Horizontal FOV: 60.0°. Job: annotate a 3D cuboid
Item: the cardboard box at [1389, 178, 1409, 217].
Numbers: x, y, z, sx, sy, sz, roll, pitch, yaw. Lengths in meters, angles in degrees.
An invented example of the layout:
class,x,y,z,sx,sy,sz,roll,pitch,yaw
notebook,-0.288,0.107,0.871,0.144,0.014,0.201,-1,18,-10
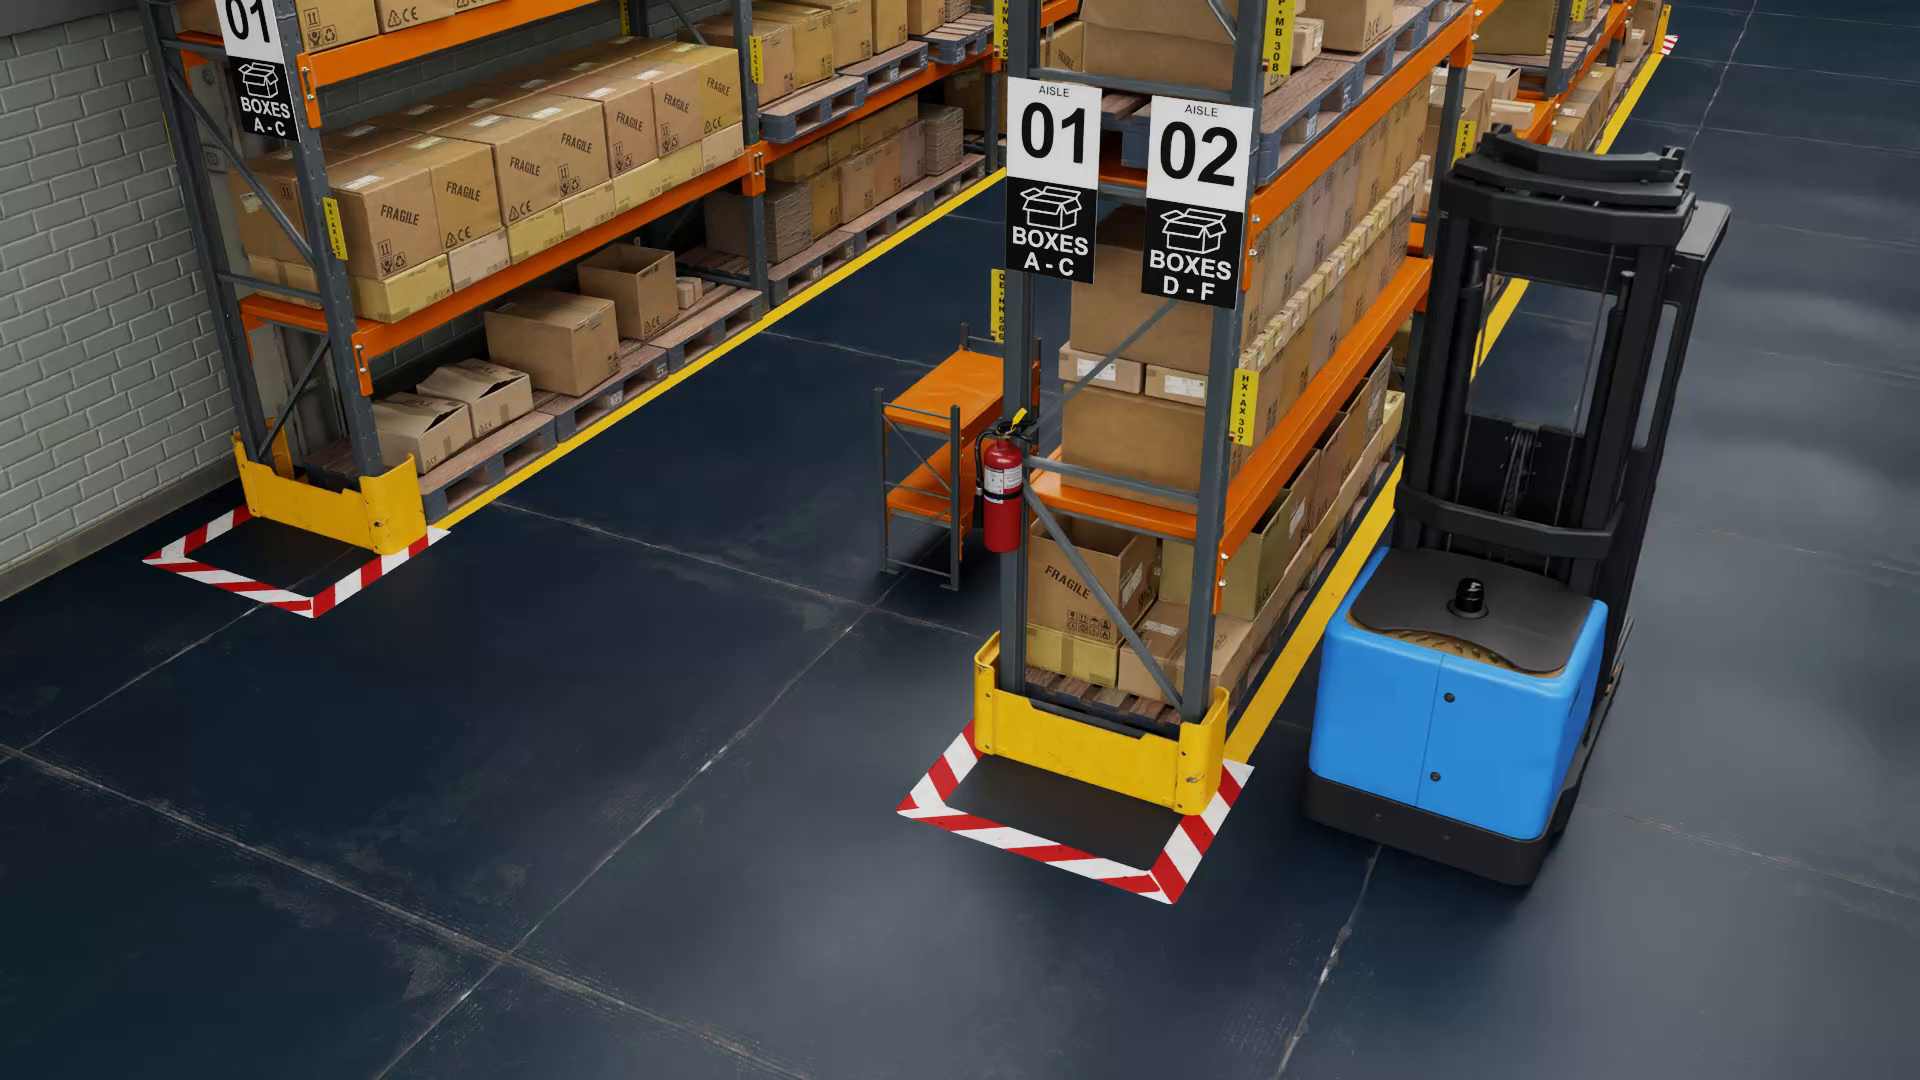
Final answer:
class,x,y,z,sx,sy,sz,roll,pitch,yaw
cardboard box,2.312,-1.957,9.394,0.380,0.149,0.250,13,32,22

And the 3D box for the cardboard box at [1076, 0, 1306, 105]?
class,x,y,z,sx,sy,sz,roll,pitch,yaw
cardboard box,0.920,-2.096,6.710,0.797,0.503,0.637,17,34,27

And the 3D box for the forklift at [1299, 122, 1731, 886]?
class,x,y,z,sx,sy,sz,roll,pitch,yaw
forklift,2.693,-0.507,7.690,1.130,2.935,3.031,16,33,25

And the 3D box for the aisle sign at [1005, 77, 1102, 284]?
class,x,y,z,sx,sy,sz,roll,pitch,yaw
aisle sign,0.364,-1.419,6.598,0.394,0.787,0.004,14,33,23

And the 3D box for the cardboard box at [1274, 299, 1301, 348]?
class,x,y,z,sx,sy,sz,roll,pitch,yaw
cardboard box,1.375,-1.043,7.803,0.380,0.149,0.250,14,33,23

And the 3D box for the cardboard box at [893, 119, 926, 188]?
class,x,y,z,sx,sy,sz,roll,pitch,yaw
cardboard box,-0.732,-3.497,14.895,0.700,0.500,0.500,14,33,23

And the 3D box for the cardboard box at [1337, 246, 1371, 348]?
class,x,y,z,sx,sy,sz,roll,pitch,yaw
cardboard box,1.814,-1.416,9.103,0.700,0.500,0.500,15,33,24

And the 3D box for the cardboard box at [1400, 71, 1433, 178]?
class,x,y,z,sx,sy,sz,roll,pitch,yaw
cardboard box,2.281,-2.435,9.575,0.700,0.500,0.500,14,33,24

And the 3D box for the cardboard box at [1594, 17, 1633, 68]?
class,x,y,z,sx,sy,sz,roll,pitch,yaw
cardboard box,6.973,-5.516,18.409,0.797,0.503,0.637,14,33,23

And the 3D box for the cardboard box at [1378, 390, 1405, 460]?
class,x,y,z,sx,sy,sz,roll,pitch,yaw
cardboard box,2.460,-0.762,10.404,0.500,0.250,0.500,14,33,23

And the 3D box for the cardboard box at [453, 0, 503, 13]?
class,x,y,z,sx,sy,sz,roll,pitch,yaw
cardboard box,-2.872,-3.282,9.320,0.500,0.500,0.500,16,33,26

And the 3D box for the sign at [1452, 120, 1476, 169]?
class,x,y,z,sx,sy,sz,roll,pitch,yaw
sign,2.972,-2.312,9.815,0.100,0.325,0.005,14,33,23

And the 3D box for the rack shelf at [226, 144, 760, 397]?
class,x,y,z,sx,sy,sz,roll,pitch,yaw
rack shelf,-2.845,-1.951,10.858,1.077,0.370,4.000,14,33,23

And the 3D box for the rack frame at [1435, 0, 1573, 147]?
class,x,y,z,sx,sy,sz,roll,pitch,yaw
rack frame,4.299,-3.801,13.356,1.000,3.000,0.127,14,33,23

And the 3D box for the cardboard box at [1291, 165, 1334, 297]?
class,x,y,z,sx,sy,sz,roll,pitch,yaw
cardboard box,1.367,-1.546,8.026,0.700,0.500,0.500,14,33,23

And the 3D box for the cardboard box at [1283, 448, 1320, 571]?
class,x,y,z,sx,sy,sz,roll,pitch,yaw
cardboard box,1.540,-0.203,8.678,0.500,0.500,0.500,14,33,23

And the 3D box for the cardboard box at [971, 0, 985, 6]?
class,x,y,z,sx,sy,sz,roll,pitch,yaw
cardboard box,0.337,-5.261,15.480,0.500,0.500,0.500,15,33,25

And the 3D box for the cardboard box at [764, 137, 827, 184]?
class,x,y,z,sx,sy,sz,roll,pitch,yaw
cardboard box,-1.416,-3.108,13.465,0.500,0.250,0.500,14,33,22

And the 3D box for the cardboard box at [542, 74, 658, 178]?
class,x,y,z,sx,sy,sz,roll,pitch,yaw
cardboard box,-2.336,-2.695,10.809,0.500,0.500,0.500,13,32,22

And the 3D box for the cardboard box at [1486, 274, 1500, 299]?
class,x,y,z,sx,sy,sz,roll,pitch,yaw
cardboard box,3.813,-2.050,12.648,0.500,0.250,0.500,15,33,24

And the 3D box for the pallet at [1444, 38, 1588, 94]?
class,x,y,z,sx,sy,sz,roll,pitch,yaw
pallet,4.546,-4.034,13.955,1.213,0.211,1.003,14,33,23

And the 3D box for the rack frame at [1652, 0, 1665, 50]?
class,x,y,z,sx,sy,sz,roll,pitch,yaw
rack frame,7.944,-7.347,19.532,1.000,3.000,0.127,14,33,23

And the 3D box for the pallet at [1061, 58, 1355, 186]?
class,x,y,z,sx,sy,sz,roll,pitch,yaw
pallet,1.000,-1.824,6.991,1.003,0.211,1.213,14,33,23

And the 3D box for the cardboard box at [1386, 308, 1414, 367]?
class,x,y,z,sx,sy,sz,roll,pitch,yaw
cardboard box,2.887,-1.387,10.930,0.500,0.311,0.500,14,33,23

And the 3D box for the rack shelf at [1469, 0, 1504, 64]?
class,x,y,z,sx,sy,sz,roll,pitch,yaw
rack shelf,3.388,-3.903,11.245,1.077,0.370,4.000,14,33,23

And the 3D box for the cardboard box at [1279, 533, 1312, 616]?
class,x,y,z,sx,sy,sz,roll,pitch,yaw
cardboard box,1.550,0.125,8.860,0.500,0.250,0.500,14,33,23

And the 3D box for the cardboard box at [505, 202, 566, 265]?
class,x,y,z,sx,sy,sz,roll,pitch,yaw
cardboard box,-2.790,-1.922,10.216,0.500,0.250,0.500,14,33,23

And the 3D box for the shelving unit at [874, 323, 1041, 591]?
class,x,y,z,sx,sy,sz,roll,pitch,yaw
shelving unit,0.003,-0.491,9.475,0.538,1.125,1.048,14,33,23

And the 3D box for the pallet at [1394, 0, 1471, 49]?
class,x,y,z,sx,sy,sz,roll,pitch,yaw
pallet,2.112,-2.906,8.875,1.003,0.211,1.213,14,33,23

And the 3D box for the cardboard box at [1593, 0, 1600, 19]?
class,x,y,z,sx,sy,sz,roll,pitch,yaw
cardboard box,5.372,-5.002,14.927,0.700,0.500,0.500,6,30,11

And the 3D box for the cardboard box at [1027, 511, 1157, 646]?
class,x,y,z,sx,sy,sz,roll,pitch,yaw
cardboard box,0.634,0.126,8.105,0.500,0.500,0.500,14,33,23

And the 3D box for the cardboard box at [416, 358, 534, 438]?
class,x,y,z,sx,sy,sz,roll,pitch,yaw
cardboard box,-3.102,-0.940,10.633,0.500,0.311,0.500,17,34,27

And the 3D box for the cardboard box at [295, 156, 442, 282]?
class,x,y,z,sx,sy,sz,roll,pitch,yaw
cardboard box,-3.272,-1.789,9.230,0.500,0.500,0.500,14,33,23

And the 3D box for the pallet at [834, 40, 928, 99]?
class,x,y,z,sx,sy,sz,roll,pitch,yaw
pallet,-0.978,-3.953,13.814,1.003,0.211,1.213,14,33,23

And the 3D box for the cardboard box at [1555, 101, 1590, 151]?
class,x,y,z,sx,sy,sz,roll,pitch,yaw
cardboard box,5.461,-3.732,15.304,0.500,0.500,0.500,13,32,22

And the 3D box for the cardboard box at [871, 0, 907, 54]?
class,x,y,z,sx,sy,sz,roll,pitch,yaw
cardboard box,-0.865,-4.389,13.839,0.700,0.500,0.500,14,33,23

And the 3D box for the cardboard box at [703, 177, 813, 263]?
class,x,y,z,sx,sy,sz,roll,pitch,yaw
cardboard box,-1.614,-2.586,13.310,0.700,0.500,0.500,15,33,25

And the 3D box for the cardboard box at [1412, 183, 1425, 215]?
class,x,y,z,sx,sy,sz,roll,pitch,yaw
cardboard box,2.663,-2.191,10.703,0.500,0.250,0.500,17,34,26

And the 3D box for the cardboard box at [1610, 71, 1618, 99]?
class,x,y,z,sx,sy,sz,roll,pitch,yaw
cardboard box,6.505,-4.736,17.243,0.500,0.311,0.500,14,33,23

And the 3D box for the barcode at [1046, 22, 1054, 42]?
class,x,y,z,sx,sy,sz,roll,pitch,yaw
barcode,0.363,-2.050,6.713,0.001,0.075,0.075,14,33,23

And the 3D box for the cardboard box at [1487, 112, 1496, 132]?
class,x,y,z,sx,sy,sz,roll,pitch,yaw
cardboard box,3.769,-3.114,12.412,0.380,0.149,0.250,17,34,27

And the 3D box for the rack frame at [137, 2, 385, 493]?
class,x,y,z,sx,sy,sz,roll,pitch,yaw
rack frame,-3.757,-1.376,9.135,1.000,3.000,0.127,14,33,23

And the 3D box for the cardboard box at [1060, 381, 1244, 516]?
class,x,y,z,sx,sy,sz,roll,pitch,yaw
cardboard box,0.879,-0.502,7.511,0.700,0.500,0.500,14,33,23

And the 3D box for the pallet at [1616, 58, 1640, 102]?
class,x,y,z,sx,sy,sz,roll,pitch,yaw
pallet,6.990,-5.212,18.614,1.003,0.211,1.213,14,33,23

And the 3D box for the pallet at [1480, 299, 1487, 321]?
class,x,y,z,sx,sy,sz,roll,pitch,yaw
pallet,3.333,-1.697,12.492,1.003,0.211,1.213,14,33,23

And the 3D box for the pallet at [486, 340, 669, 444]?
class,x,y,z,sx,sy,sz,roll,pitch,yaw
pallet,-2.763,-1.092,11.439,1.003,0.211,1.213,14,33,23

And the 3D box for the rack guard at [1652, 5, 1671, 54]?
class,x,y,z,sx,sy,sz,roll,pitch,yaw
rack guard,7.909,-6.230,20.096,1.175,0.500,0.348,14,33,23

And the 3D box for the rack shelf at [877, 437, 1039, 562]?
class,x,y,z,sx,sy,sz,roll,pitch,yaw
rack shelf,0.003,-0.279,9.597,0.538,0.278,1.000,14,33,23

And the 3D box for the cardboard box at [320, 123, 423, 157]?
class,x,y,z,sx,sy,sz,roll,pitch,yaw
cardboard box,-3.493,-2.123,9.813,0.500,0.500,0.500,15,33,24

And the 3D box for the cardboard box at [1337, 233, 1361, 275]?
class,x,y,z,sx,sy,sz,roll,pitch,yaw
cardboard box,1.846,-1.502,8.602,0.380,0.149,0.250,15,33,25

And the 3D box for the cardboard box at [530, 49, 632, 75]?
class,x,y,z,sx,sy,sz,roll,pitch,yaw
cardboard box,-2.573,-3.029,11.390,0.500,0.500,0.500,14,33,23

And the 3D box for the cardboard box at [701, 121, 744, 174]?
class,x,y,z,sx,sy,sz,roll,pitch,yaw
cardboard box,-1.880,-2.814,11.769,0.500,0.250,0.500,14,33,23

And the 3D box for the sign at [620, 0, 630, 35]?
class,x,y,z,sx,sy,sz,roll,pitch,yaw
sign,-2.430,-3.776,12.151,0.100,0.325,0.005,14,33,23
